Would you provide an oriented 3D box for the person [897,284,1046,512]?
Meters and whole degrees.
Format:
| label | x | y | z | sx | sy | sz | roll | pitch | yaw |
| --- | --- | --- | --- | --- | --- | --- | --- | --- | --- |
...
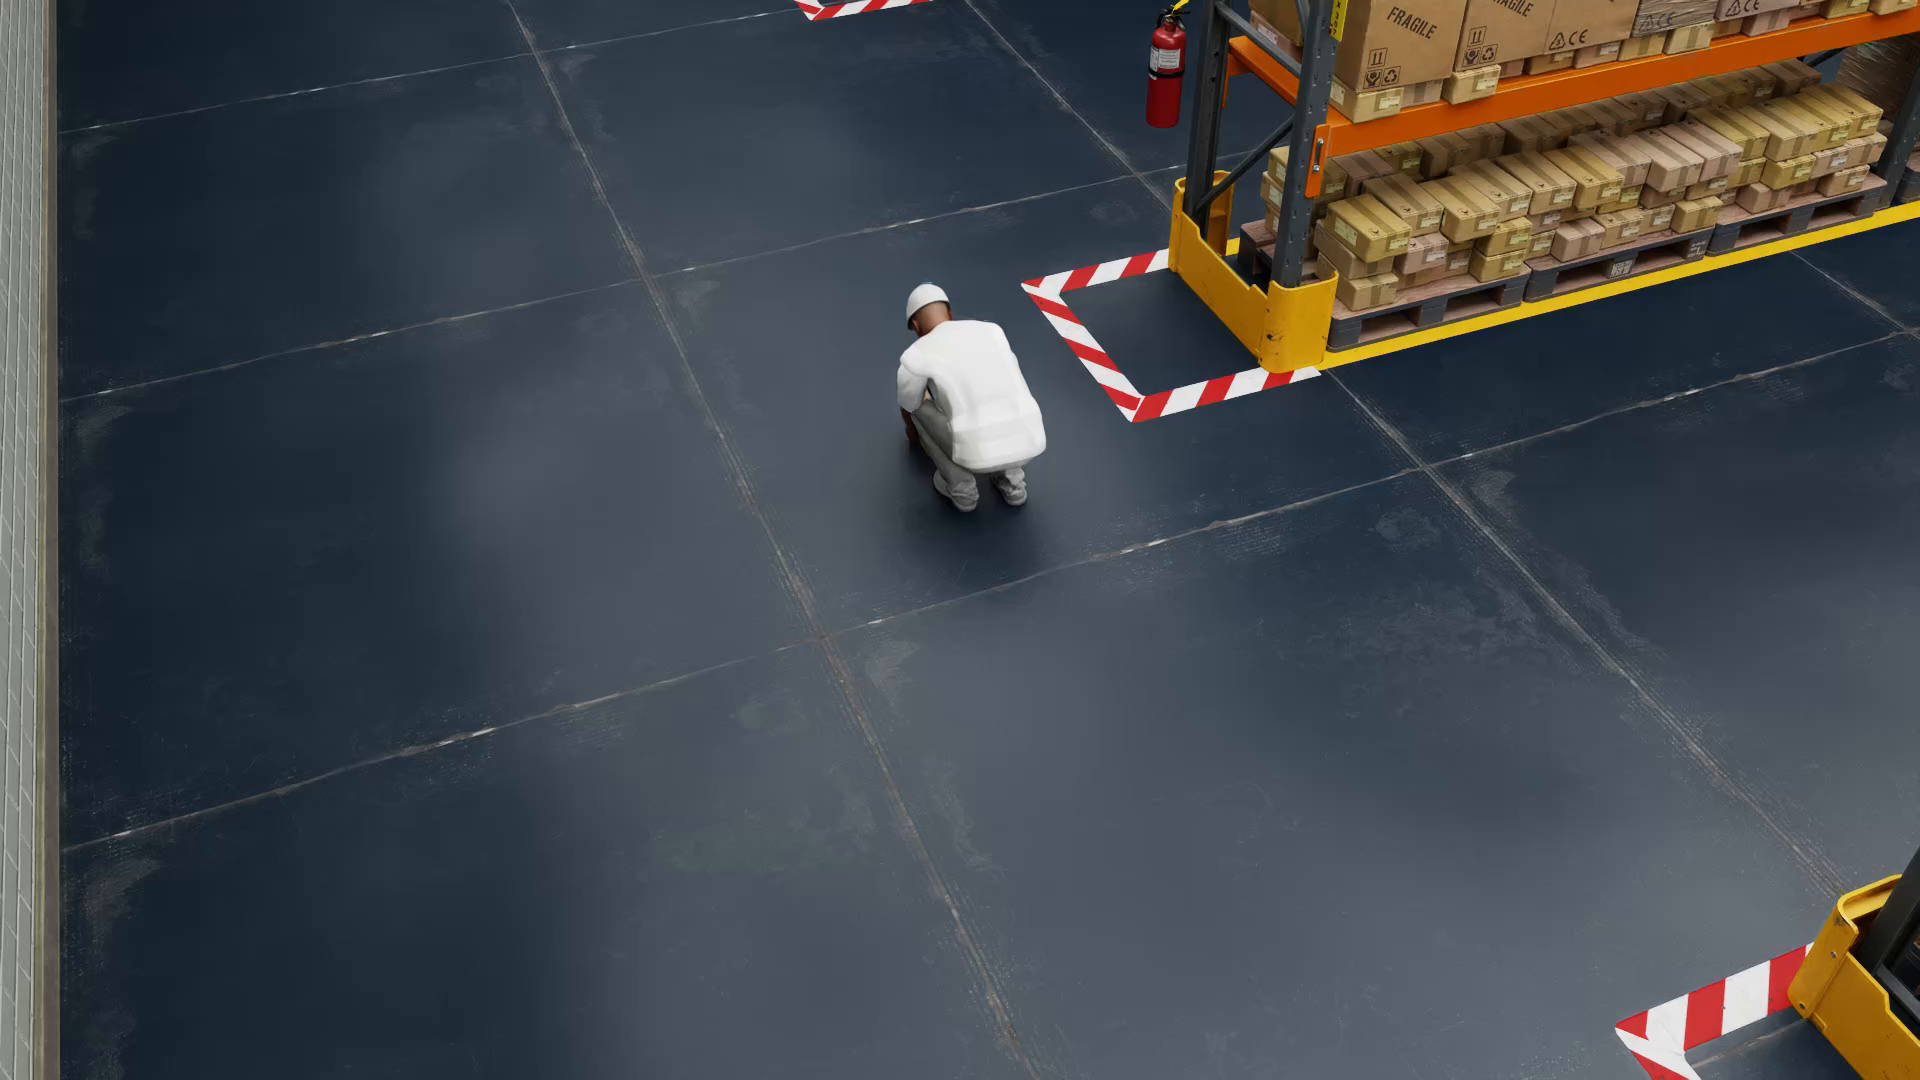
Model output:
| label | x | y | z | sx | sy | sz | roll | pitch | yaw |
| --- | --- | --- | --- | --- | --- | --- | --- | --- | --- |
| person | 0.015 | -0.602 | 7.535 | 0.558 | 0.894 | 0.900 | -15 | 44 | -17 |
